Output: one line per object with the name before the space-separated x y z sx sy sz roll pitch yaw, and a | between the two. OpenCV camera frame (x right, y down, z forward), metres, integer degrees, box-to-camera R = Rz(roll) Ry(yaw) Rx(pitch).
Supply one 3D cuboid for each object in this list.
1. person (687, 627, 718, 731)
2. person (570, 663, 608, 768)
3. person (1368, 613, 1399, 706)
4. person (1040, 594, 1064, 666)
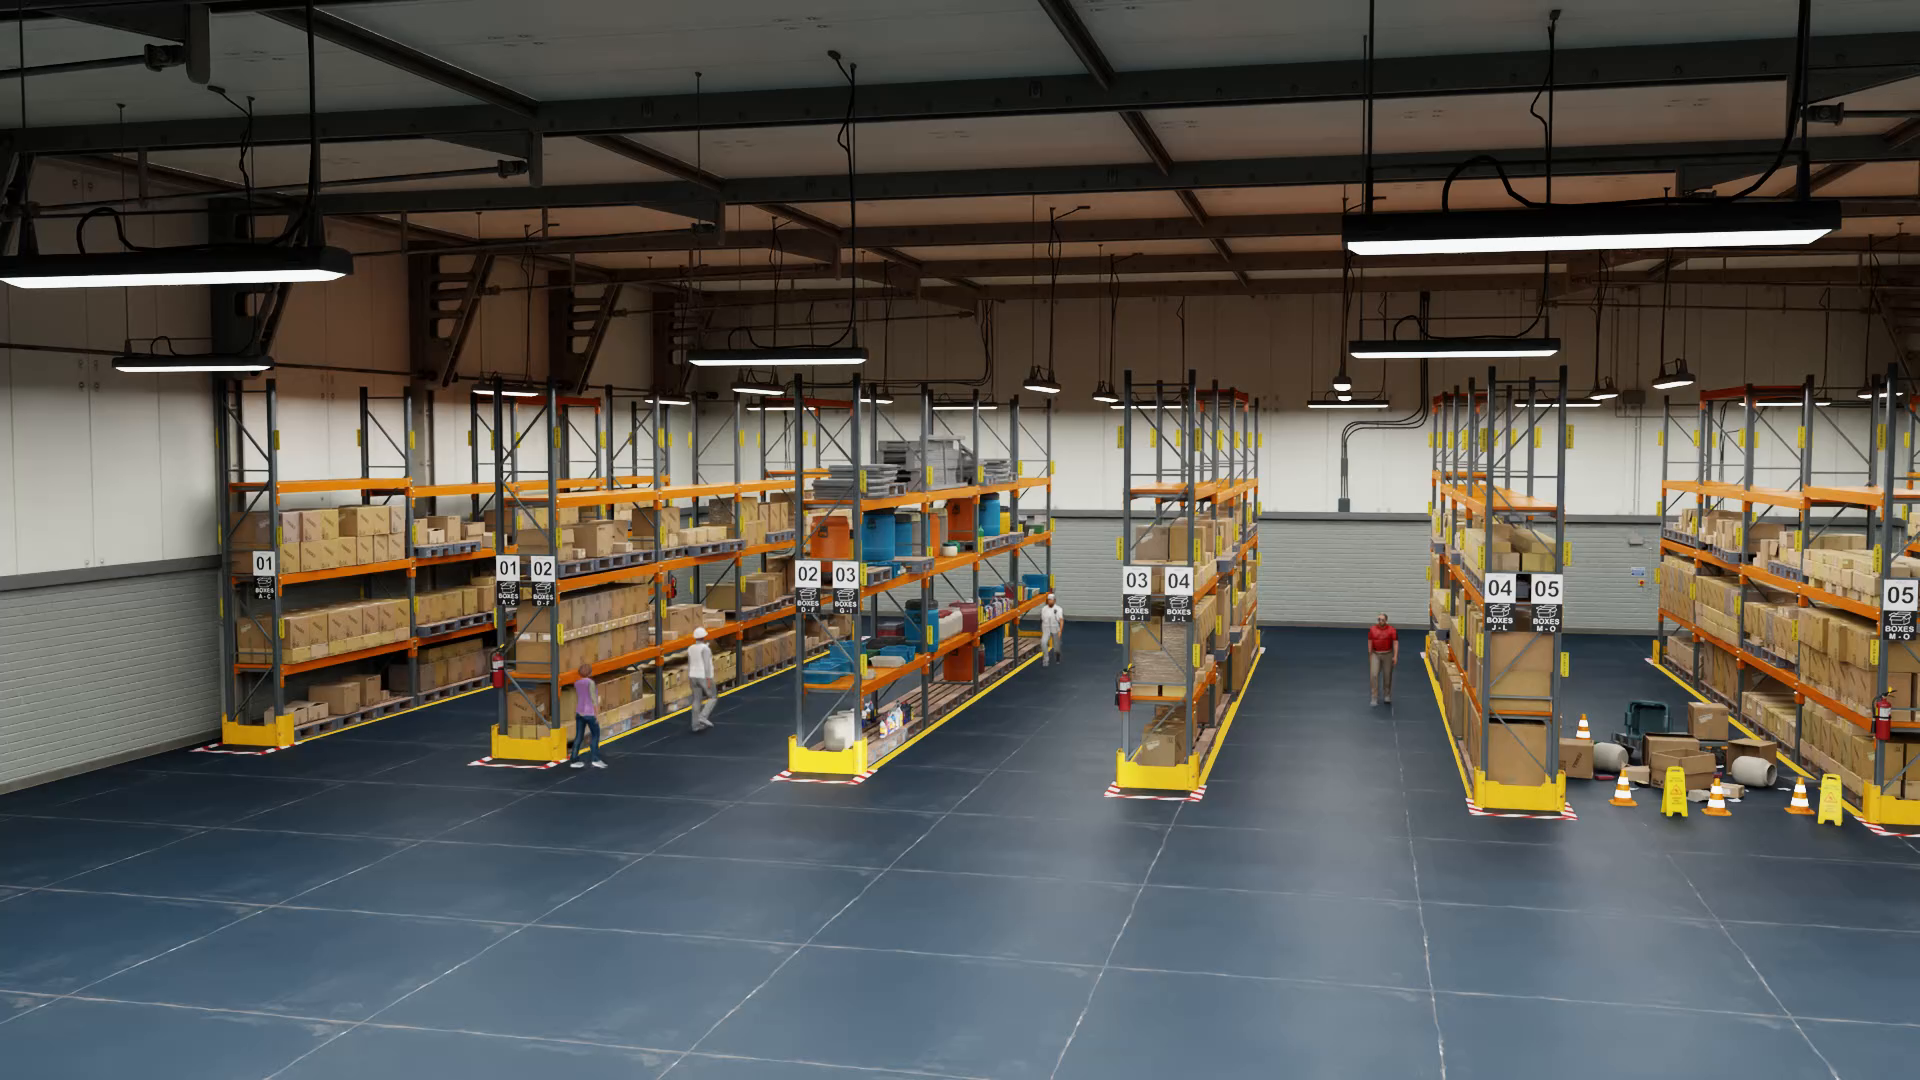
person | -4.481 2.388 28.700 0.570 1.761 0.464 2 4 27
person | -5.719 2.700 25.354 0.447 1.628 0.585 2 4 35
person | 8.023 2.251 31.566 0.586 1.740 0.695 1 4 23
person | 1.936 1.888 34.945 0.499 1.513 1.036 1 3 11
